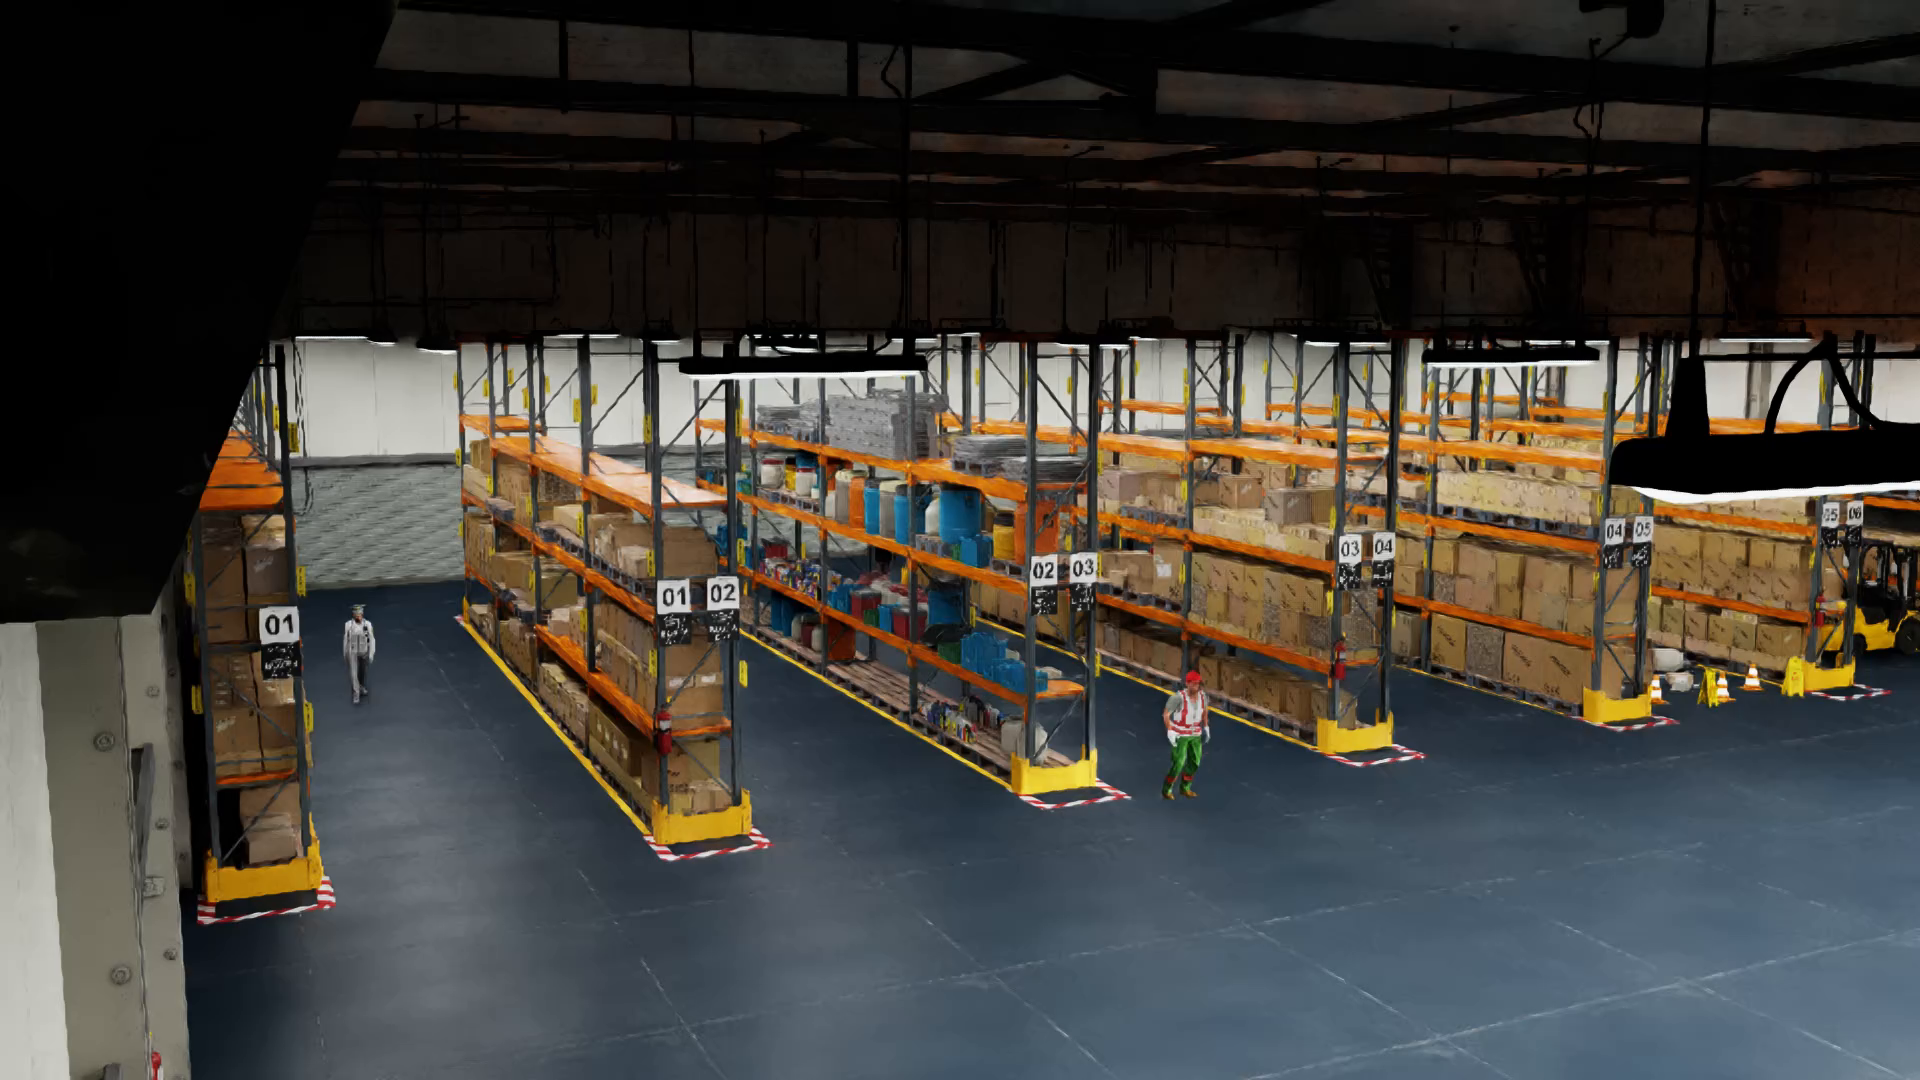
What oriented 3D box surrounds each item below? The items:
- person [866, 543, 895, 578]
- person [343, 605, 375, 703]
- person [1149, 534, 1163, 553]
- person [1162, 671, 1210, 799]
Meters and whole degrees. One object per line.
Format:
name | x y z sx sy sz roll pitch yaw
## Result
person | -1.781 0.467 37.448 0.677 1.673 0.530 -4 9 -25
person | -9.900 1.834 27.438 0.486 1.590 1.089 -4 9 -26
person | 4.246 0.725 35.179 0.595 1.737 0.450 5 9 35
person | 2.972 2.550 21.787 0.677 1.742 0.551 -4 9 -25
